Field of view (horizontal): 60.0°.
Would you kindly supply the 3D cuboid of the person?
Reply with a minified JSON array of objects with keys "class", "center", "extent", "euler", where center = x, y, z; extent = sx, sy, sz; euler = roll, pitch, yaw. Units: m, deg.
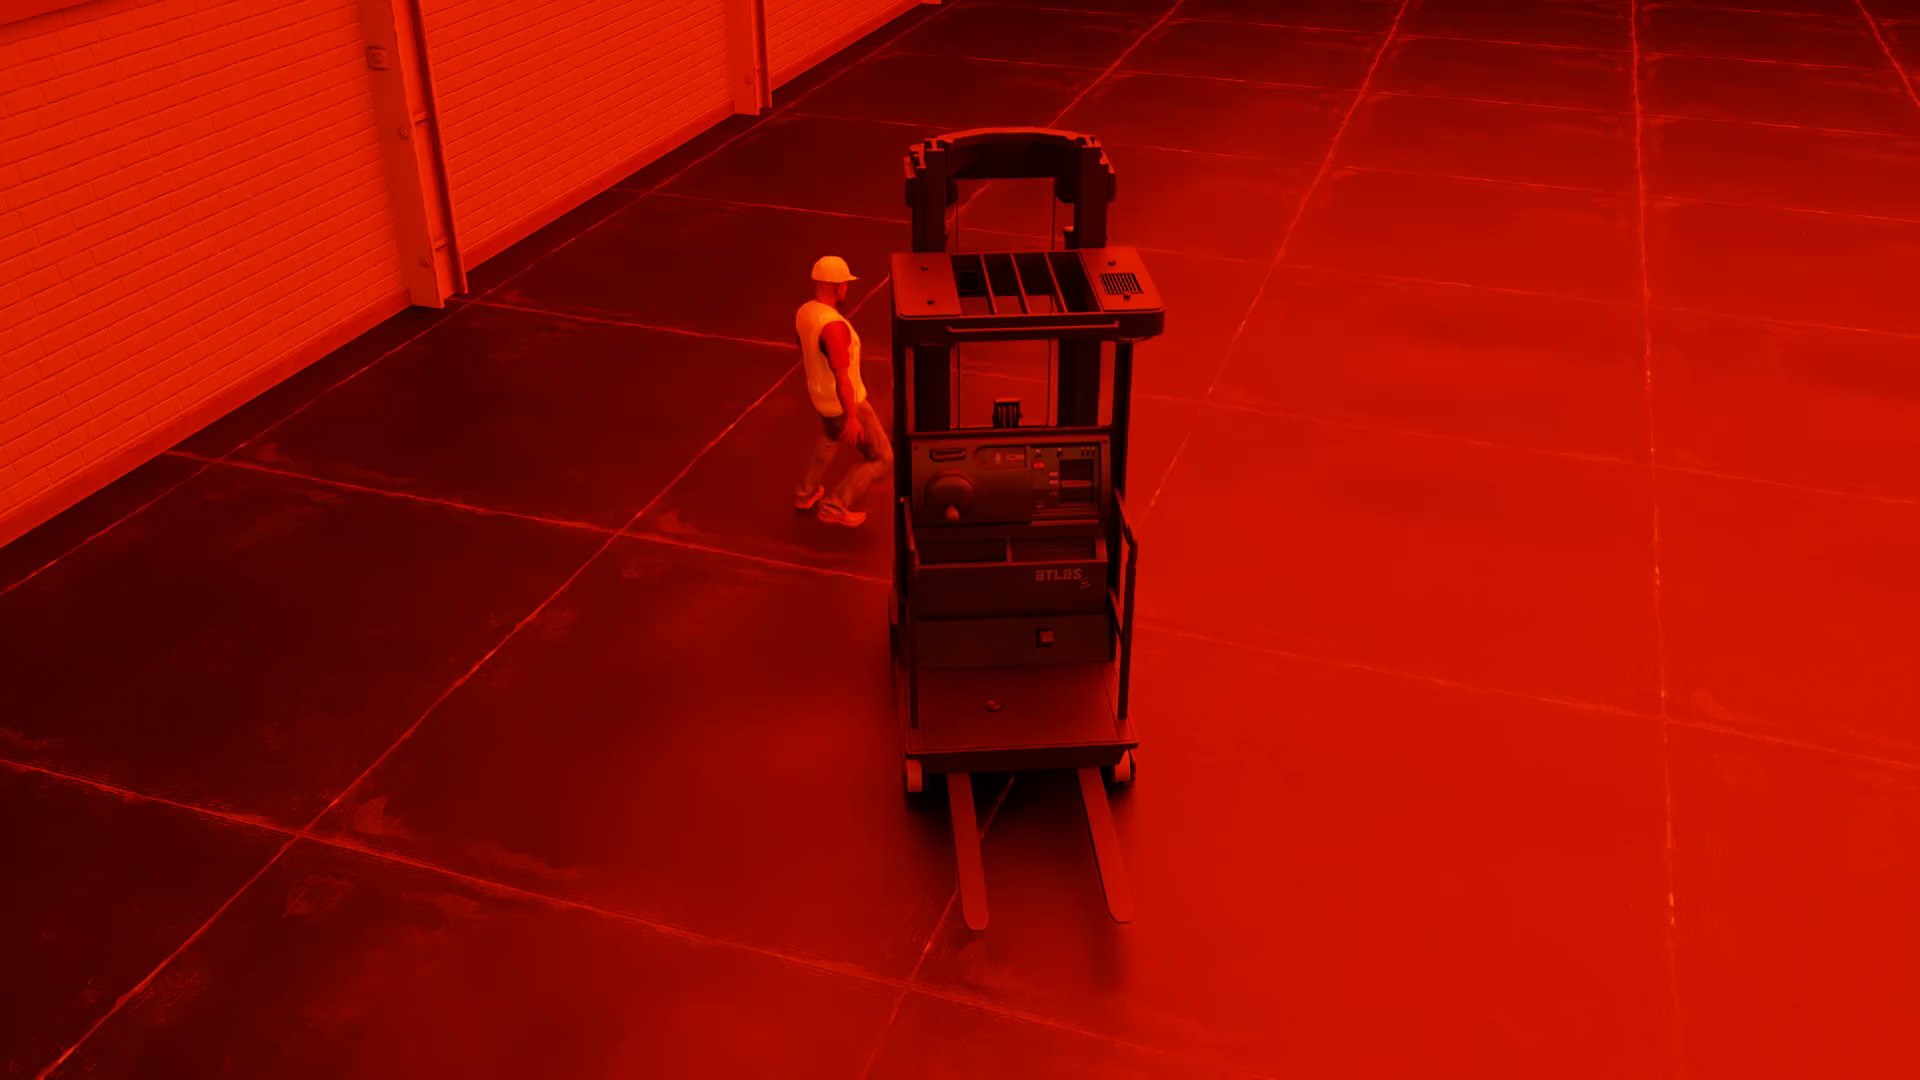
[{"class":"person","center":[-0.715,-0.871,9.948],"extent":[0.507,1.672,0.954],"euler":[-11,31,-18]}]

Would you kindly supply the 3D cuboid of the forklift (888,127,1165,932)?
[{"class":"forklift","center":[0.256,-0.235,7.549],"extent":[1.130,2.935,3.031],"euler":[-2,30,-4]}]
